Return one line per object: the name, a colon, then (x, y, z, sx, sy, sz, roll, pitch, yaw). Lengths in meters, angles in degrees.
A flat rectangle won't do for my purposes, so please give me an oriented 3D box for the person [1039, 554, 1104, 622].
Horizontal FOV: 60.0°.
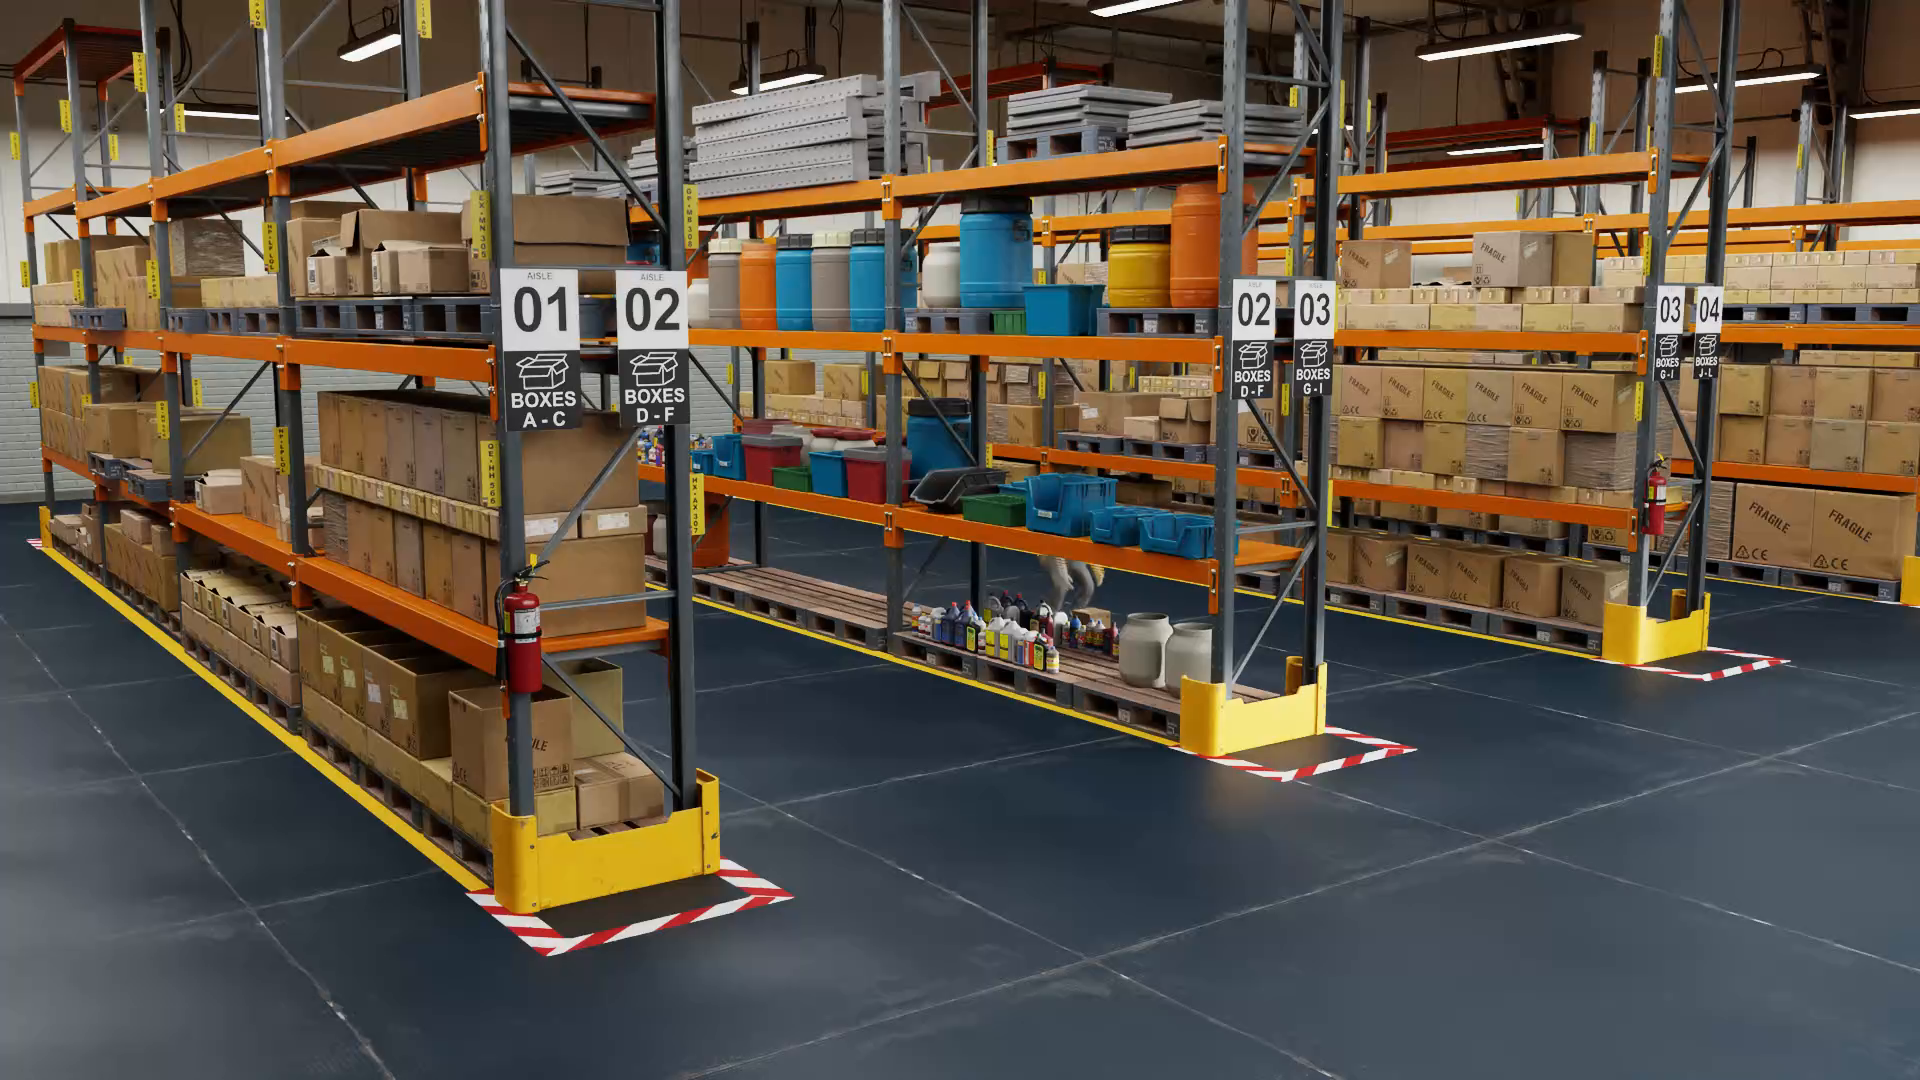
person: (1.061, 0.201, 15.638, 0.534, 1.320, 0.739, -4, 9, -27)
